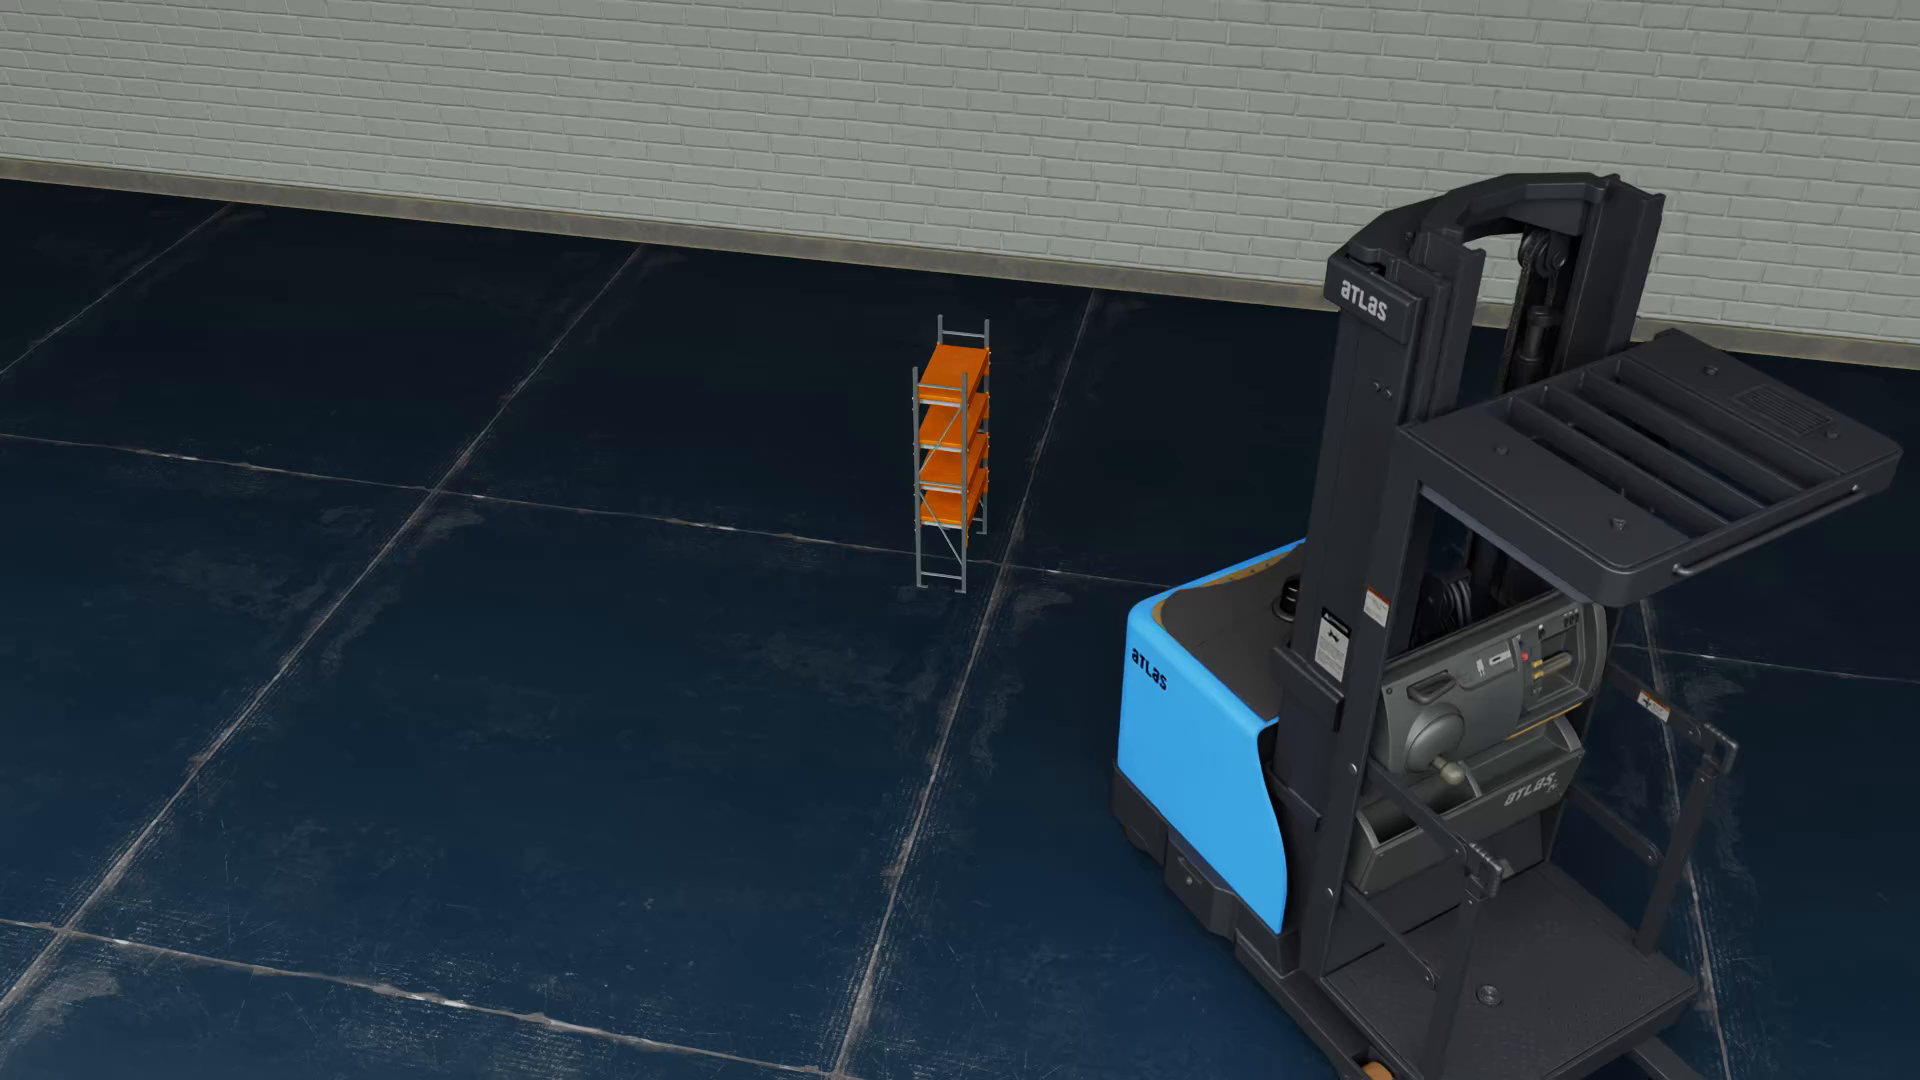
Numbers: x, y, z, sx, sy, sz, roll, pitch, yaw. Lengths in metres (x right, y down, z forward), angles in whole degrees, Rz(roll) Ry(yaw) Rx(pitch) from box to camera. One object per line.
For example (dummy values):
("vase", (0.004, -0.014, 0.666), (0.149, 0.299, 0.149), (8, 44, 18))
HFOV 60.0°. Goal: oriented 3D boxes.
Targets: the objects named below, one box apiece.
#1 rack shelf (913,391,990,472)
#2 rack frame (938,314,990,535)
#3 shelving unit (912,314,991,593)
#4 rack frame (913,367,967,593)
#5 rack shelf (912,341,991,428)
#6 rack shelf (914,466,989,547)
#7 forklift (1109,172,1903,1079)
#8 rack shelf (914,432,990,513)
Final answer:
("rack shelf", (-0.035, -0.518, 7.675), (0.258, 0.148, 0.480), (7, 37, 10))
("rack frame", (0.017, -0.531, 7.960), (0.240, 1.200, 0.015), (7, 37, 10))
("shelving unit", (-0.035, -0.391, 7.767), (0.258, 1.200, 0.503), (7, 37, 10))
("rack frame", (-0.087, -0.251, 7.574), (0.240, 1.200, 0.015), (7, 37, 10))
("rack shelf", (-0.035, -0.709, 7.536), (0.258, 0.148, 0.480), (7, 37, 10))
("rack shelf", (-0.035, -0.176, 7.923), (0.258, 0.148, 0.480), (7, 37, 10))
("forklift", (1.780, 0.523, 5.031), (1.130, 2.935, 3.031), (-19, 40, -24))
("rack shelf", (-0.035, -0.336, 7.806), (0.258, 0.148, 0.480), (7, 37, 10))
